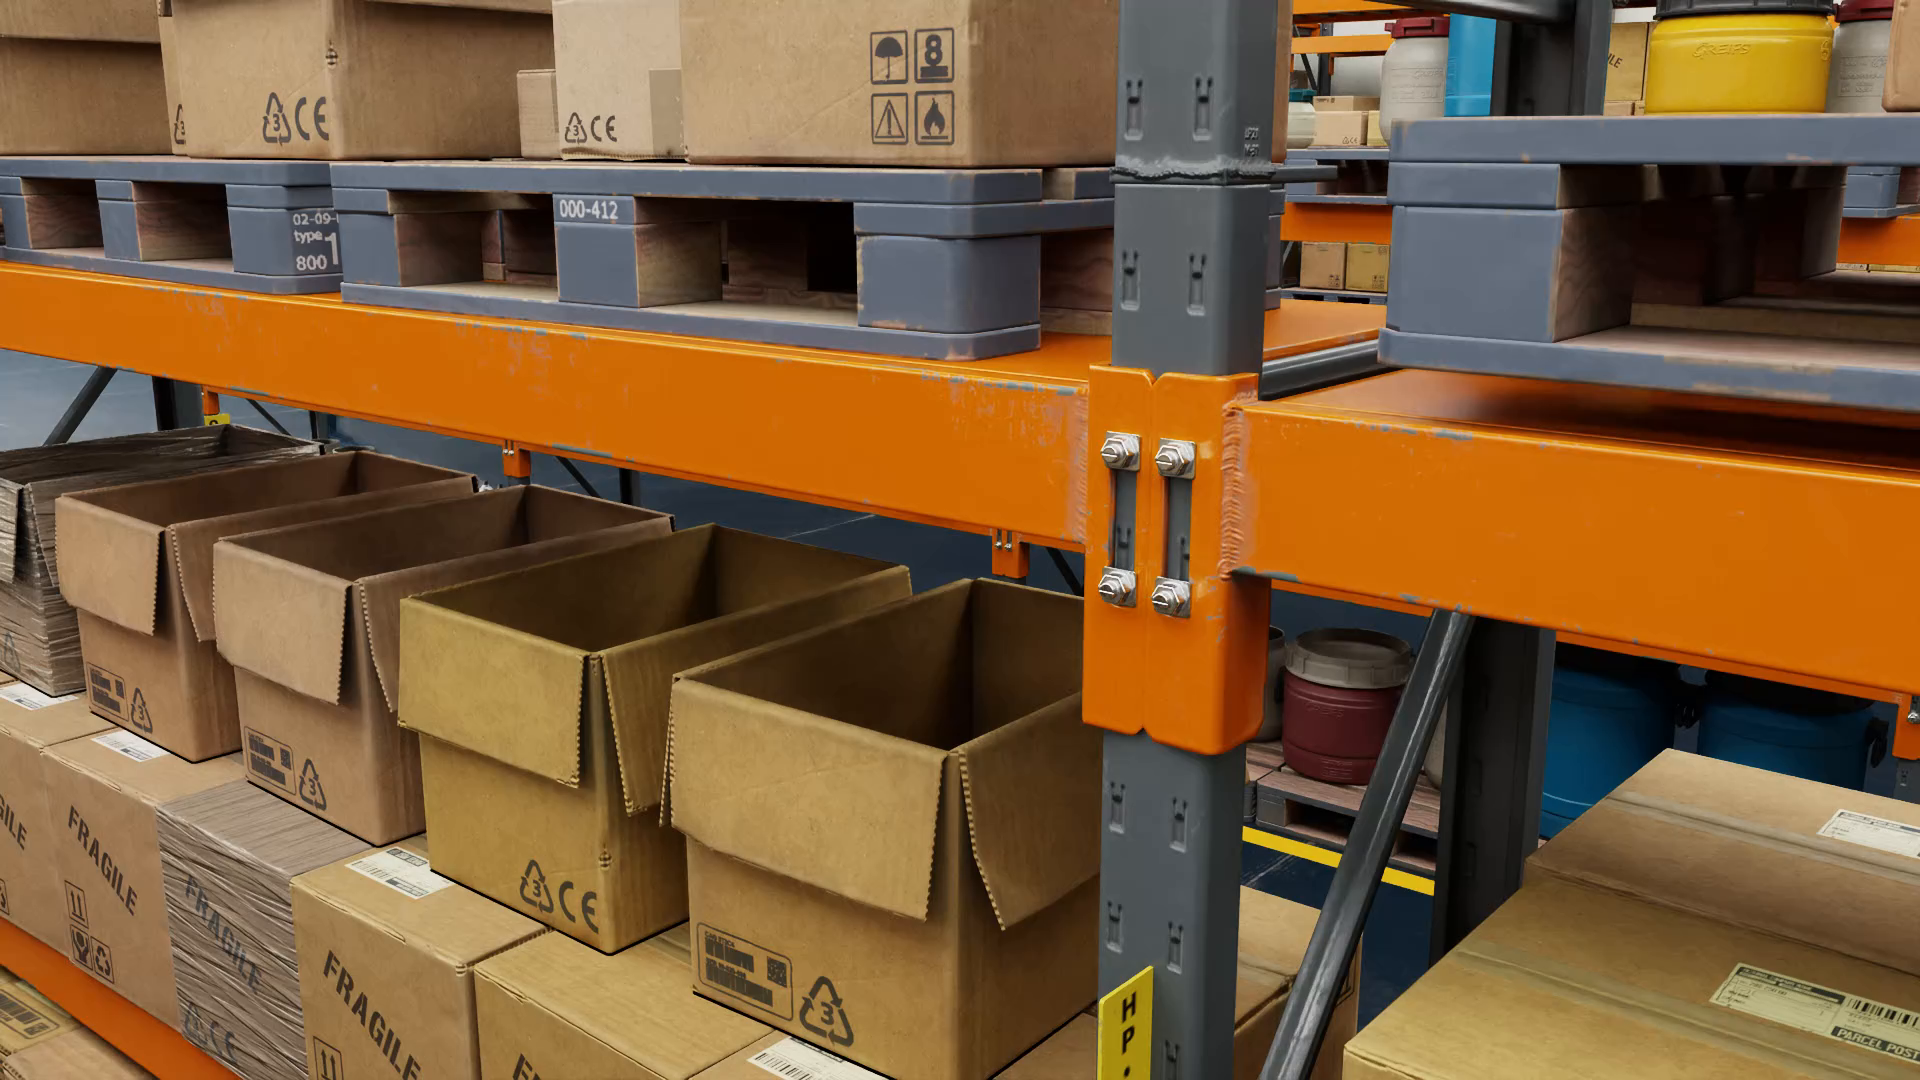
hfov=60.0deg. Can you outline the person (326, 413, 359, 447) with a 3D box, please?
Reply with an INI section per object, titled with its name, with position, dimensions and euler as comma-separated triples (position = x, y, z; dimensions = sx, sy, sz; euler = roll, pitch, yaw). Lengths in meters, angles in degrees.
[person]
position = -5.769, -1.306, 15.127
dimensions = 0.824, 1.539, 0.509
euler = 1, 13, 3
